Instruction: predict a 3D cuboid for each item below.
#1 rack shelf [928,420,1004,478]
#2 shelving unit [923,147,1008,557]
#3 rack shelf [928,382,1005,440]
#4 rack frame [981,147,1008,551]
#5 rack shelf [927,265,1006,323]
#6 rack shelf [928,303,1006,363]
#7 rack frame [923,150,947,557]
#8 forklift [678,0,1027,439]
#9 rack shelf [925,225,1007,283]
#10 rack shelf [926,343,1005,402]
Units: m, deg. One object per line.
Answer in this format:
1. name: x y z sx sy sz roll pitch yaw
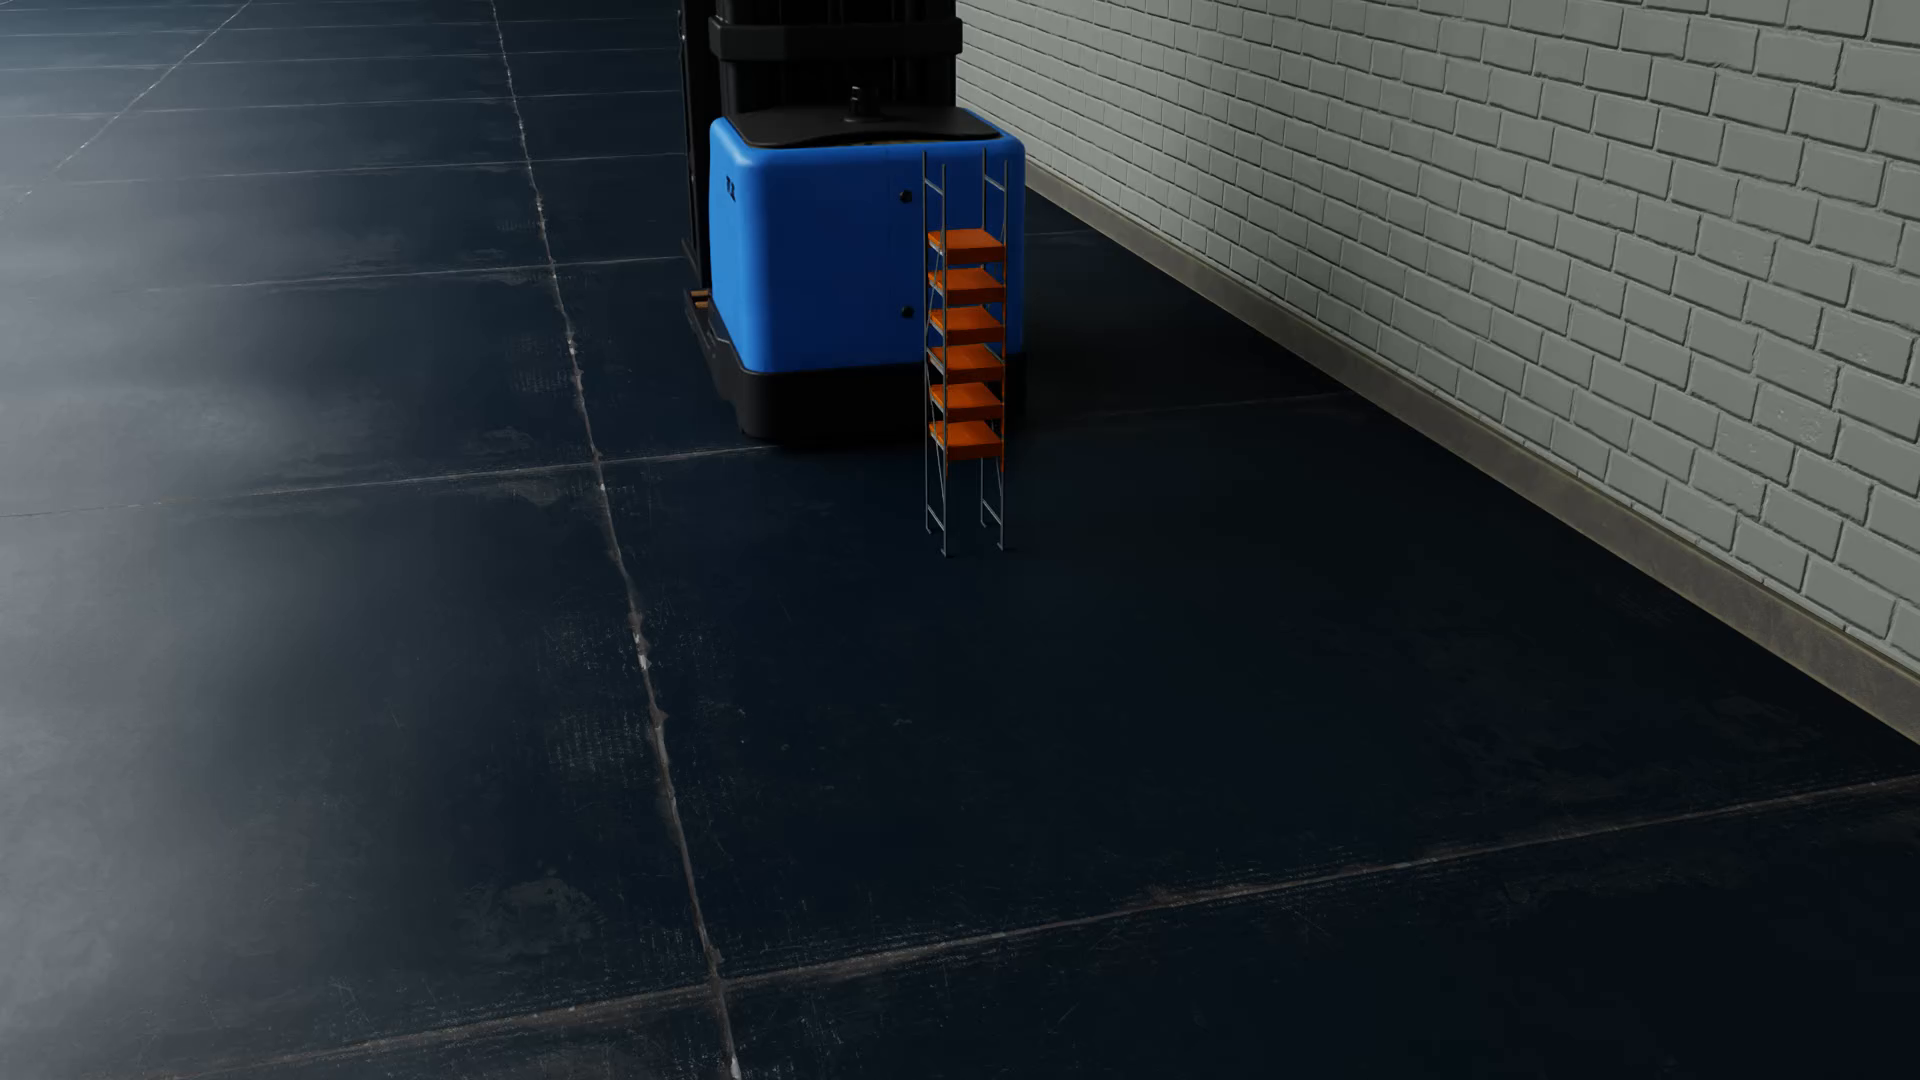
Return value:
1. rack shelf: 0.014 -0.292 5.129 0.180 0.103 0.258 -6 24 -14
2. shelving unit: 0.014 -0.553 5.017 0.189 1.200 0.258 -6 24 -14
3. rack shelf: 0.014 -0.402 5.082 0.180 0.103 0.258 -6 24 -14
4. rack frame: 0.102 -0.563 5.040 0.006 1.200 0.240 -6 24 -14
5. rack shelf: 0.014 -0.733 4.940 0.180 0.103 0.258 -6 24 -14
6. rack shelf: 0.014 -0.622 4.987 0.180 0.103 0.258 -6 24 -14
7. rack frame: -0.074 -0.543 4.994 0.006 1.200 0.240 -6 24 -14
8. forklift: -0.618 -2.260 6.801 1.130 2.935 3.031 -6 24 -13
9. rack shelf: 0.014 -0.843 4.893 0.180 0.103 0.258 -6 24 -14
10. rack shelf: 0.014 -0.512 5.035 0.180 0.103 0.258 -6 24 -14
